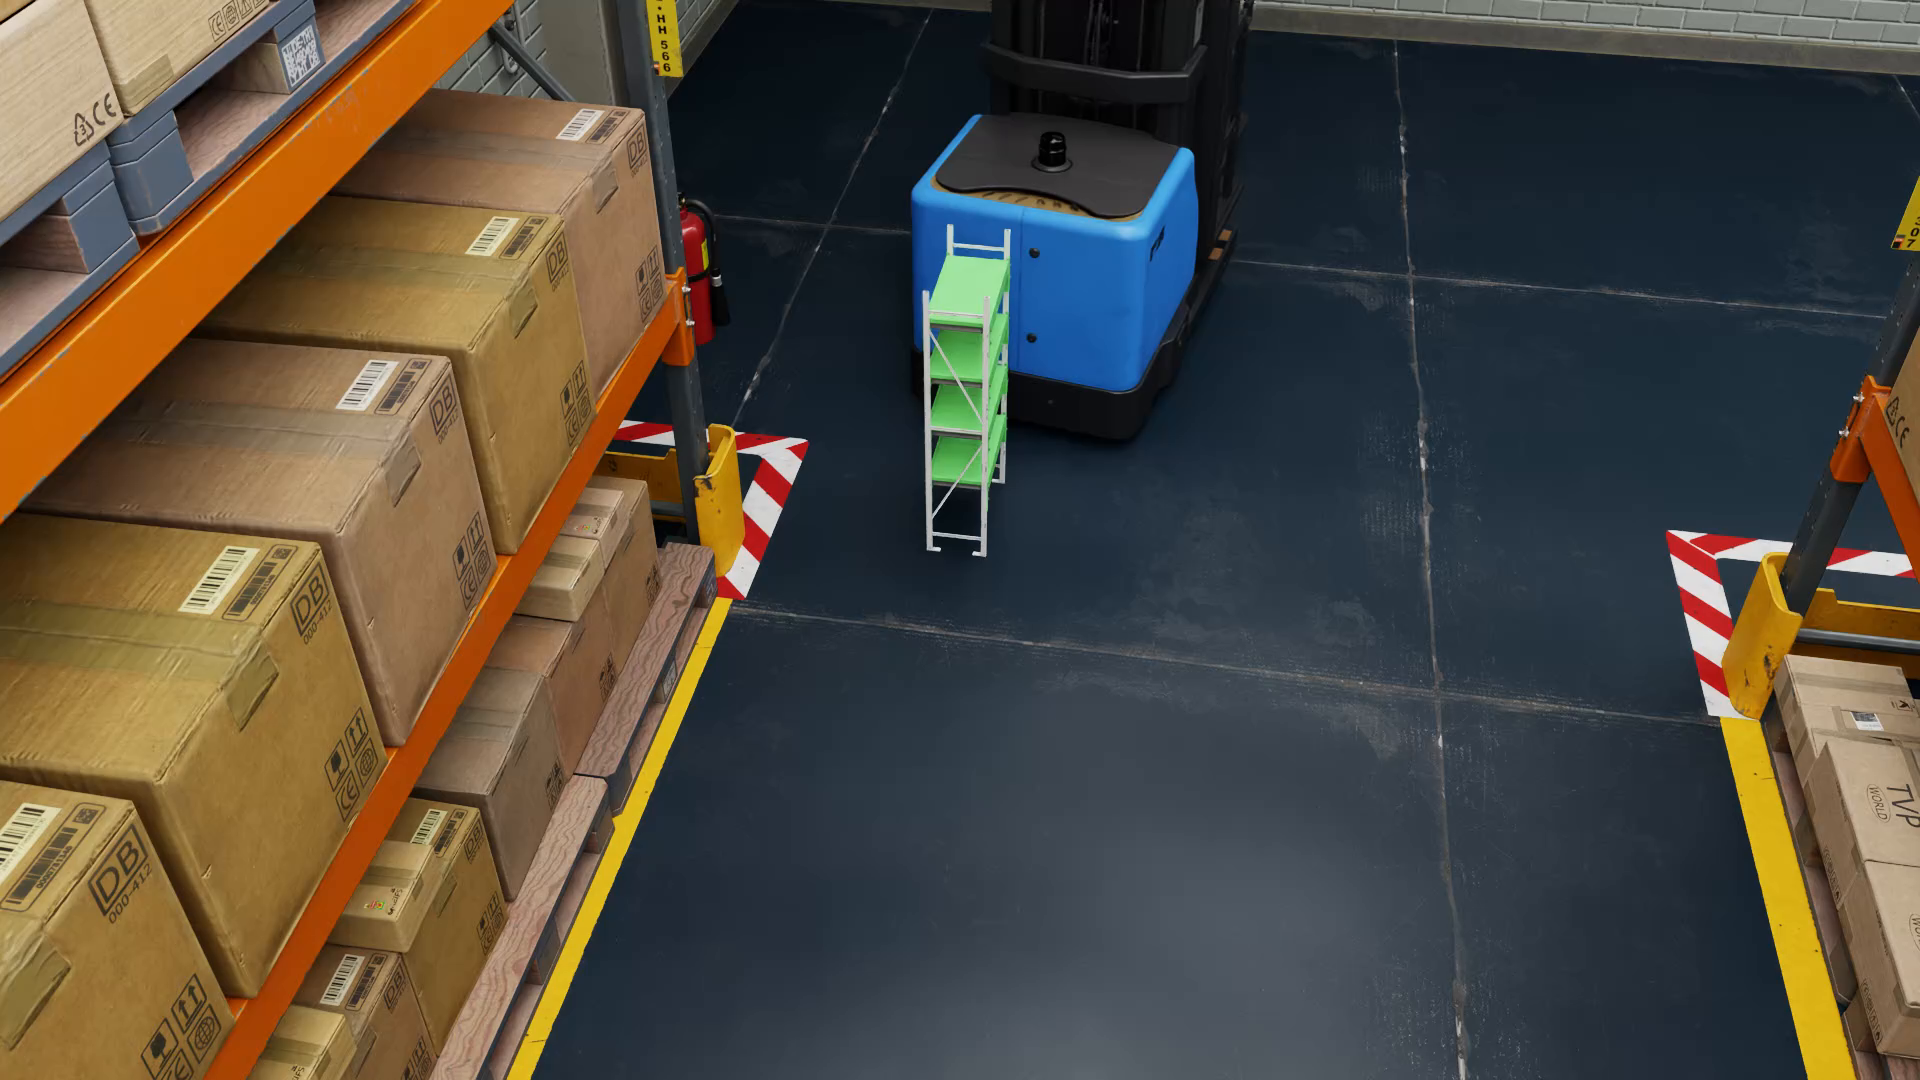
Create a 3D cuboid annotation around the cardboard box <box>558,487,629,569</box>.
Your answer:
[{"bbox_3d":[-1.339,-0.052,5.582,0.380,0.149,0.250,6,40,7],"label":"cardboard box"}]

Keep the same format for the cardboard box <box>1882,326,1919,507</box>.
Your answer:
[{"bbox_3d":[3.069,-0.400,4.801,0.500,0.500,0.500,7,40,9],"label":"cardboard box"}]

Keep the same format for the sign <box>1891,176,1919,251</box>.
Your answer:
[{"bbox_3d":[2.871,-1.004,4.931,0.100,0.325,0.005,6,40,8],"label":"sign"}]

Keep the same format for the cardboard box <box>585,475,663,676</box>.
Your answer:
[{"bbox_3d":[-1.497,0.097,5.911,0.700,0.500,0.500,6,40,8],"label":"cardboard box"}]

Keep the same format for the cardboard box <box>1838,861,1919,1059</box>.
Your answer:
[{"bbox_3d":[2.859,1.217,4.737,0.500,0.250,0.500,6,40,8],"label":"cardboard box"}]

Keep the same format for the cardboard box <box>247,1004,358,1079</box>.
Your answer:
[{"bbox_3d":[-1.697,1.254,4.002,0.380,0.149,0.250,8,40,9],"label":"cardboard box"}]

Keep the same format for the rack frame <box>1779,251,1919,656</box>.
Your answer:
[{"bbox_3d":[3.406,-0.611,5.135,1.000,3.000,0.127,6,40,8],"label":"rack frame"}]

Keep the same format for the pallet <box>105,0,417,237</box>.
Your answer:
[{"bbox_3d":[-1.801,-1.042,3.372,1.003,0.211,1.213,6,40,8],"label":"pallet"}]

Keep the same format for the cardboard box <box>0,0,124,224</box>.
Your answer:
[{"bbox_3d":[-1.685,-0.666,2.557,0.500,0.250,0.500,6,40,7],"label":"cardboard box"}]

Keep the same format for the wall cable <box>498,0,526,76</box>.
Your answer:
[{"bbox_3d":[-2.184,-2.454,6.567,0.084,1.984,1.851,6,40,8],"label":"wall cable"}]

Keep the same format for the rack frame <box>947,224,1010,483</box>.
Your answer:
[{"bbox_3d":[0.071,-0.719,6.679,0.240,1.200,0.015,6,40,8],"label":"rack frame"}]

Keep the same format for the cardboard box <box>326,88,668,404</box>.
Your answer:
[{"bbox_3d":[-1.552,-0.949,5.309,0.980,0.700,0.700,8,40,10],"label":"cardboard box"}]

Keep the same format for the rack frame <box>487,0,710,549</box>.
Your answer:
[{"bbox_3d":[-1.474,-1.155,5.793,1.000,3.000,0.127,6,40,8],"label":"rack frame"}]

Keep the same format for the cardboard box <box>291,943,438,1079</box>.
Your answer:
[{"bbox_3d":[-1.846,1.384,4.354,0.700,0.500,0.500,6,40,7],"label":"cardboard box"}]

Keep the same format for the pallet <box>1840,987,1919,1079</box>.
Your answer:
[{"bbox_3d":[3.042,1.775,4.437,1.003,0.211,1.213,6,40,8],"label":"pallet"}]

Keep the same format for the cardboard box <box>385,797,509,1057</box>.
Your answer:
[{"bbox_3d":[-1.754,1.062,4.743,0.700,0.500,0.500,7,40,9],"label":"cardboard box"}]

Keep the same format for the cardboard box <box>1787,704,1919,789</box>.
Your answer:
[{"bbox_3d":[2.951,0.693,5.436,0.380,0.166,0.250,6,40,8],"label":"cardboard box"}]

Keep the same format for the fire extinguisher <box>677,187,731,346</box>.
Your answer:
[{"bbox_3d":[-0.993,-1.025,5.989,0.296,0.674,0.183,6,40,8],"label":"fire extinguisher"}]

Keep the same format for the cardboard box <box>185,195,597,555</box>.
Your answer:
[{"bbox_3d":[-1.667,-0.491,4.755,0.980,0.700,0.700,6,40,7],"label":"cardboard box"}]

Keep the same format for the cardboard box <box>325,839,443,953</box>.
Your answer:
[{"bbox_3d":[-1.607,0.927,4.398,0.380,0.149,0.250,5,40,6],"label":"cardboard box"}]

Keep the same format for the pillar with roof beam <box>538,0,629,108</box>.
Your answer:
[{"bbox_3d":[2.381,-4.782,5.472,9.100,9.000,0.400,6,40,8],"label":"pillar with roof beam"}]

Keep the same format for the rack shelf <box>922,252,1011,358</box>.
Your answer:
[{"bbox_3d":[0.029,-0.887,6.228,0.258,0.148,0.480,6,40,8],"label":"rack shelf"}]

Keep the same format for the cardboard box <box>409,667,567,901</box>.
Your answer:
[{"bbox_3d":[-1.669,0.727,5.149,0.700,0.500,0.500,5,40,6],"label":"cardboard box"}]

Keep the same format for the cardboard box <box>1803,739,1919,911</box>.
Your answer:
[{"bbox_3d":[2.946,0.903,5.116,0.500,0.250,0.500,6,40,8],"label":"cardboard box"}]

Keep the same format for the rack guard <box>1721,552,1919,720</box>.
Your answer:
[{"bbox_3d":[3.393,0.400,5.874,1.175,0.500,0.348,6,40,8],"label":"rack guard"}]

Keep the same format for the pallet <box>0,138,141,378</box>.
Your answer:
[{"bbox_3d":[-2.014,-0.279,2.449,1.003,0.211,1.213,6,40,8],"label":"pallet"}]

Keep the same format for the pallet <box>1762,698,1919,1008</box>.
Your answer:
[{"bbox_3d":[3.256,1.012,5.361,1.003,0.211,1.213,6,40,8],"label":"pallet"}]

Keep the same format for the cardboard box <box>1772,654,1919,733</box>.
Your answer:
[{"bbox_3d":[2.995,0.543,5.631,0.380,0.149,0.250,6,40,8],"label":"cardboard box"}]

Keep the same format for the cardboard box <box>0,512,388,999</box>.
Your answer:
[{"bbox_3d":[-1.924,0.444,3.624,0.980,0.700,0.700,5,40,7],"label":"cardboard box"}]

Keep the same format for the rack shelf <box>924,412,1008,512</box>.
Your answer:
[{"bbox_3d":[0.029,-0.332,6.687,0.258,0.148,0.480,6,40,8],"label":"rack shelf"}]

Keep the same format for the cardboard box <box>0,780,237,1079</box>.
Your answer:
[{"bbox_3d":[-2.056,0.901,3.070,0.980,0.700,0.700,7,40,8],"label":"cardboard box"}]

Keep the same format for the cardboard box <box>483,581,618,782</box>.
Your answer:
[{"bbox_3d":[-1.583,0.411,5.531,0.700,0.500,0.500,6,40,8],"label":"cardboard box"}]

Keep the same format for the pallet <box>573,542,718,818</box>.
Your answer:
[{"bbox_3d":[-1.535,0.430,6.064,1.003,0.211,1.213,6,40,8],"label":"pallet"}]

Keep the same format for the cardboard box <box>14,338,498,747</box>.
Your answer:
[{"bbox_3d":[-1.808,-0.014,4.177,0.980,0.700,0.700,5,40,6],"label":"cardboard box"}]

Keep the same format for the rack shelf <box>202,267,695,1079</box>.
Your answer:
[{"bbox_3d":[-1.820,0.378,4.504,1.077,0.370,4.000,6,40,8],"label":"rack shelf"}]

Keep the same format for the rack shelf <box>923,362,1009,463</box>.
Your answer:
[{"bbox_3d":[0.029,-0.517,6.534,0.258,0.148,0.480,6,40,8],"label":"rack shelf"}]

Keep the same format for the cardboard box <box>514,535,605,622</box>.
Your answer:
[{"bbox_3d":[-1.383,0.108,5.388,0.380,0.149,0.250,7,40,9],"label":"cardboard box"}]

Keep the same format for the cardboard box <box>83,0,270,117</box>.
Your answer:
[{"bbox_3d":[-1.603,-0.989,2.947,0.500,0.250,0.500,5,40,6],"label":"cardboard box"}]

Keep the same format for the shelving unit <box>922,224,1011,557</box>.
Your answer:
[{"bbox_3d":[0.029,-0.566,6.493,0.258,1.200,0.503,6,40,8],"label":"shelving unit"}]

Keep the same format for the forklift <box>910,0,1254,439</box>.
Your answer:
[{"bbox_3d":[0.768,-2.508,7.483,1.130,2.935,3.031,13,41,15],"label":"forklift"}]

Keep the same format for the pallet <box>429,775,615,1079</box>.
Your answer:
[{"bbox_3d":[-1.749,1.194,5.141,1.003,0.211,1.213,6,40,8],"label":"pallet"}]

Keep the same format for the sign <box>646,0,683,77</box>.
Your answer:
[{"bbox_3d":[-0.942,-1.624,5.265,0.100,0.325,0.005,6,40,8],"label":"sign"}]

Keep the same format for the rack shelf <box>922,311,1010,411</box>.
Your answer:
[{"bbox_3d":[0.029,-0.702,6.381,0.258,0.148,0.480,6,40,8],"label":"rack shelf"}]

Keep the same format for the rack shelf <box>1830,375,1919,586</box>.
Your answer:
[{"bbox_3d":[3.060,0.921,3.846,1.077,0.370,4.000,6,40,8],"label":"rack shelf"}]

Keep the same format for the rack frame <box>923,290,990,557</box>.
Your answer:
[{"bbox_3d":[-0.014,-0.413,6.308,0.240,1.200,0.015,6,40,8],"label":"rack frame"}]

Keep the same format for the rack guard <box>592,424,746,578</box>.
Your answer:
[{"bbox_3d":[-1.470,-0.207,6.607,1.175,0.500,0.348,6,40,8],"label":"rack guard"}]
